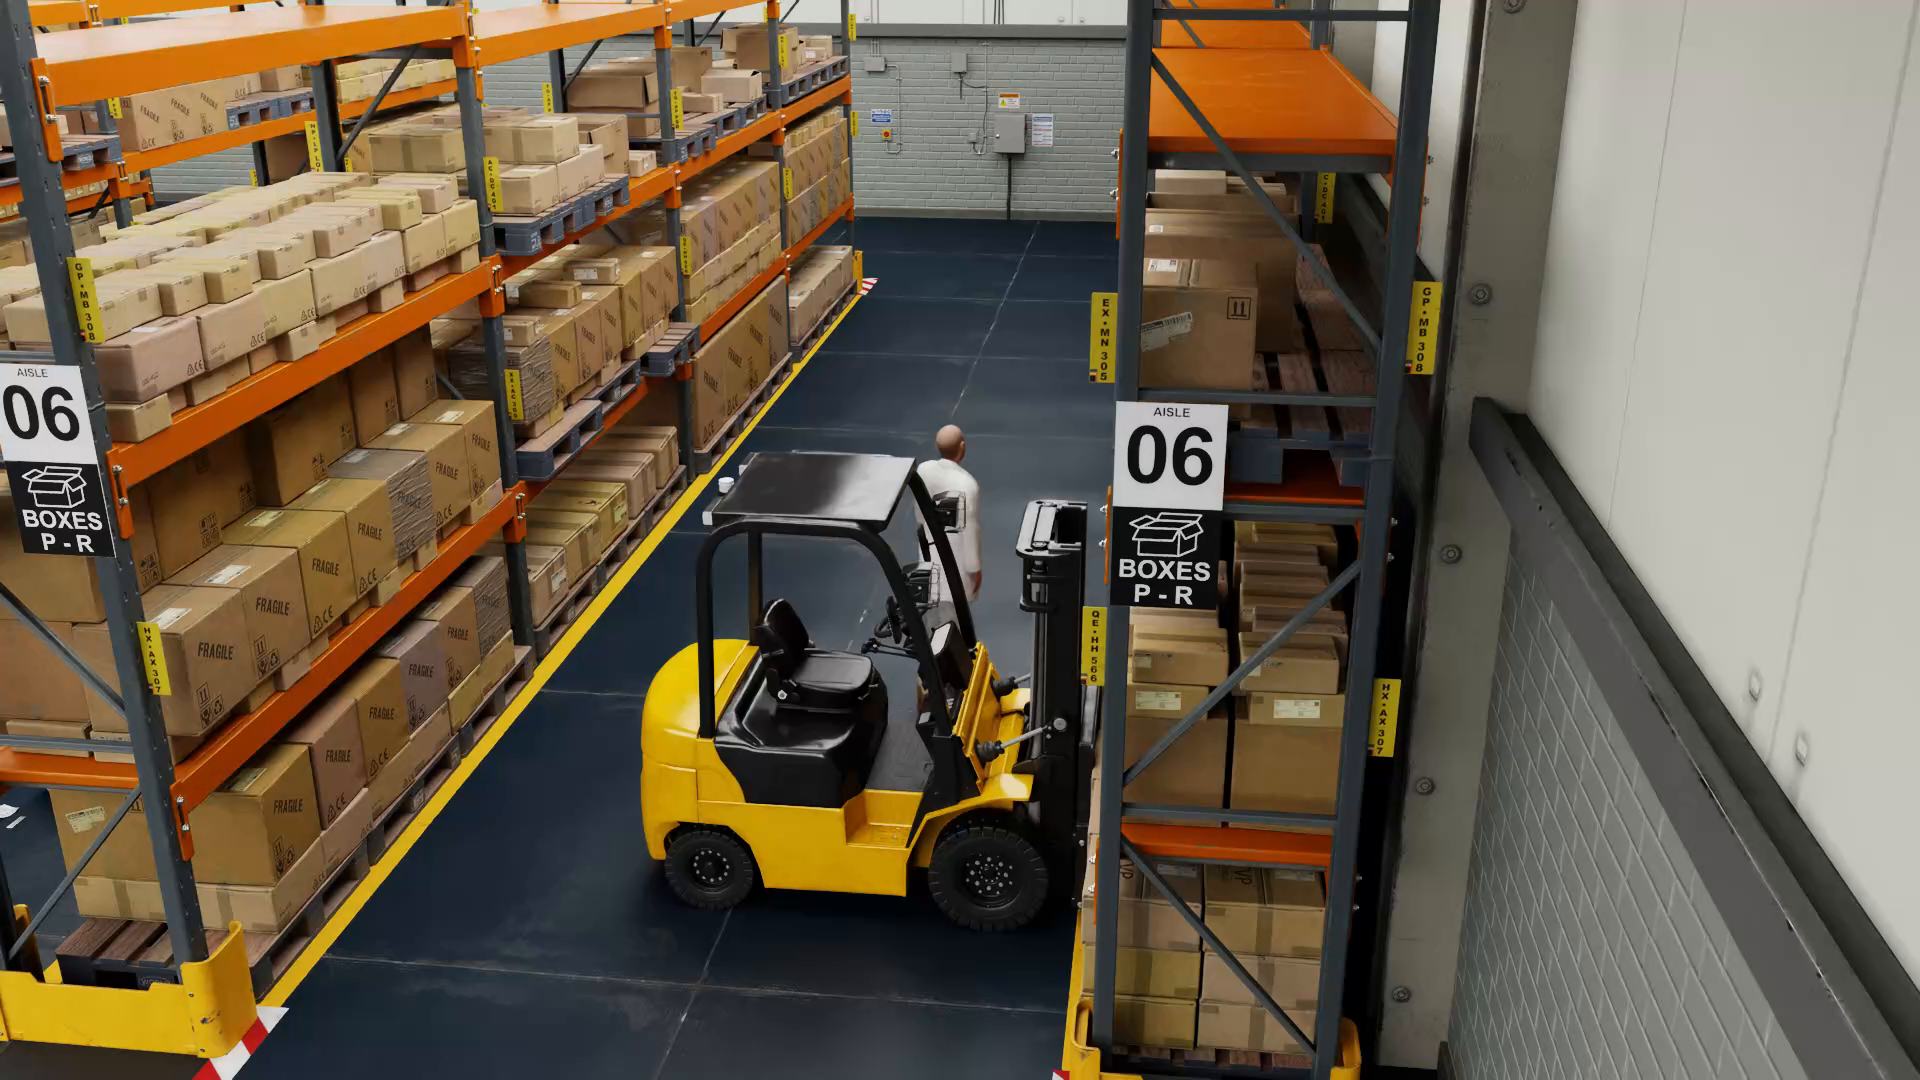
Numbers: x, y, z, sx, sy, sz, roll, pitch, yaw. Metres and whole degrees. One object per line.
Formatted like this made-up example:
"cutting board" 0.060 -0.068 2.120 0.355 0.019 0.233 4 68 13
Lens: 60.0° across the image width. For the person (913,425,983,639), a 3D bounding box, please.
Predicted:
"person" -0.052 0.115 10.716 0.494 1.783 0.625 -14 25 -32
